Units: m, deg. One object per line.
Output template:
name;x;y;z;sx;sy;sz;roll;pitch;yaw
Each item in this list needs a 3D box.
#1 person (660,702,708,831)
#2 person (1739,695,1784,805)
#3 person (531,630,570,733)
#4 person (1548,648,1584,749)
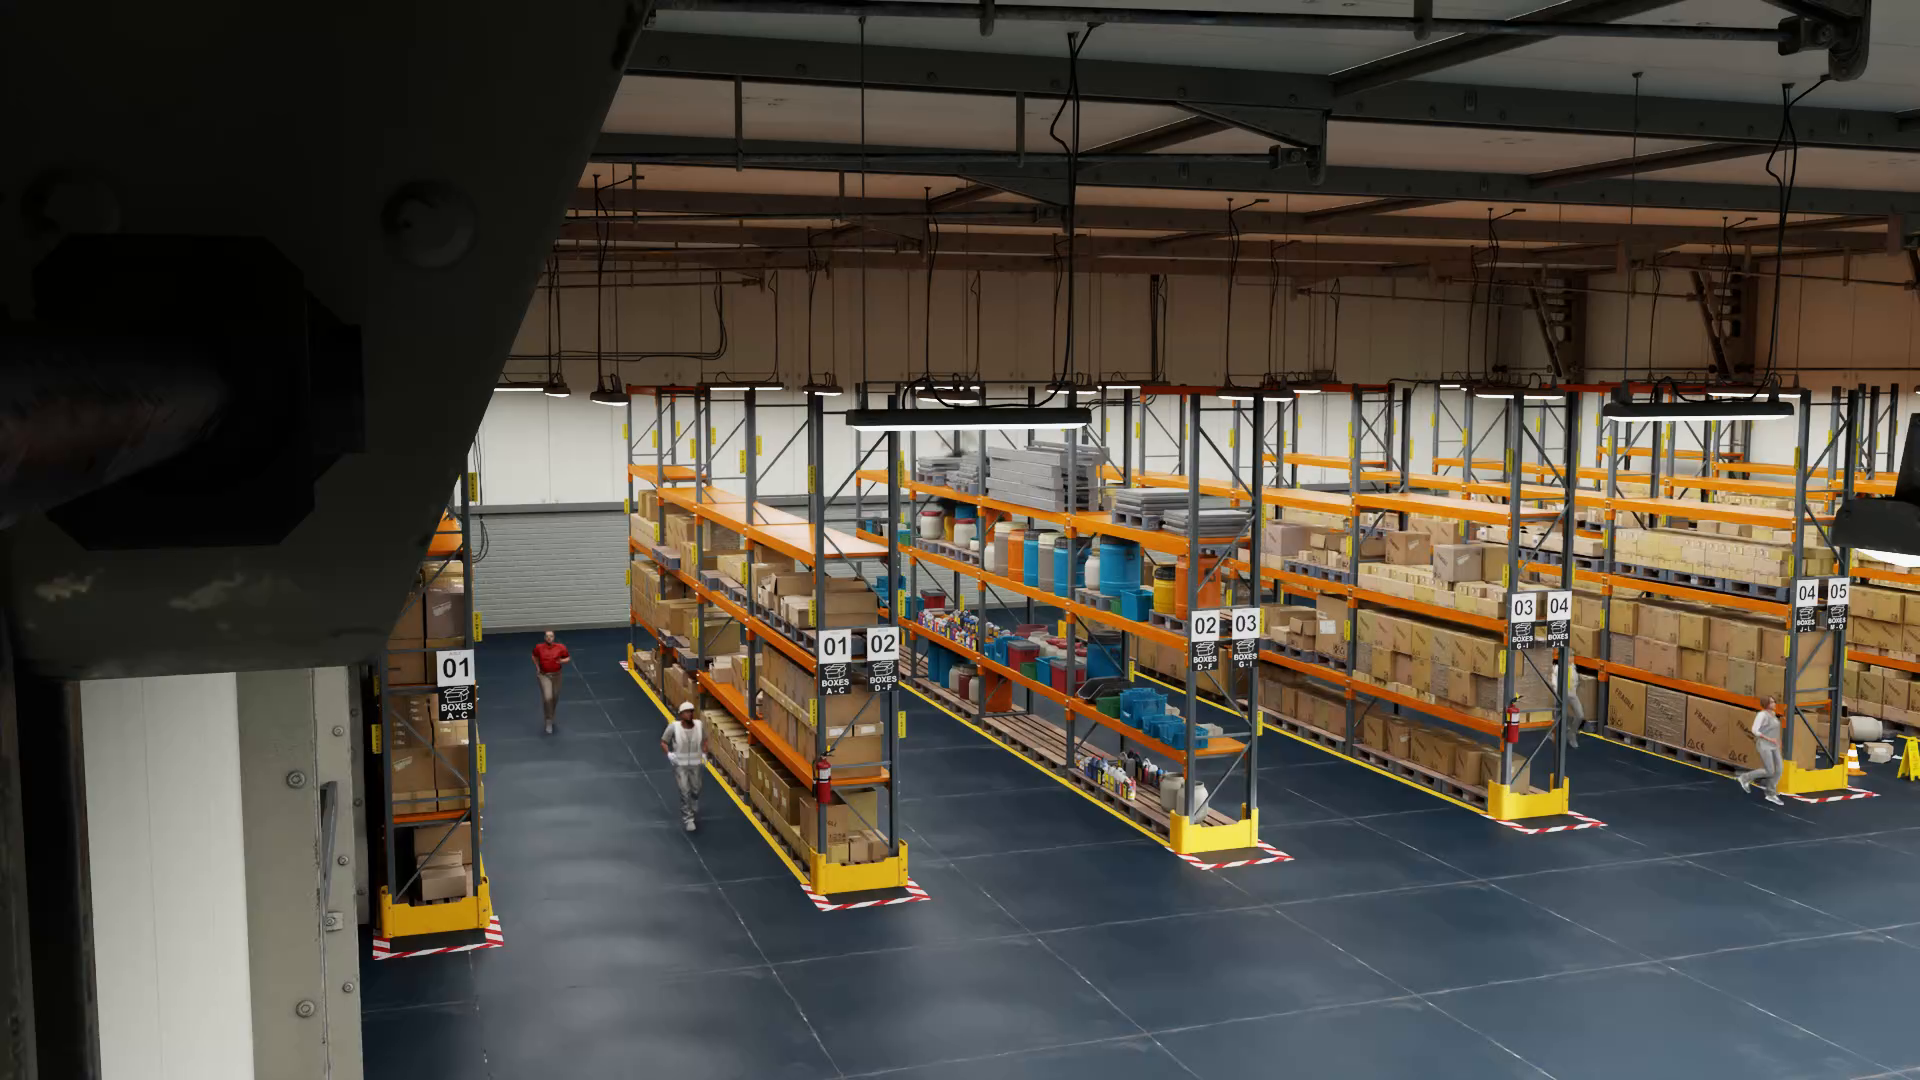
person;-3.802;3.095;23.008;0.677;1.756;0.696;-2;6;-22
person;11.775;3.052;24.359;0.550;1.586;0.642;-4;7;-37
person;-7.179;2.471;29.277;0.629;1.800;0.783;-3;6;-23
person;10.113;2.630;27.844;0.594;1.714;0.752;-2;6;-17
